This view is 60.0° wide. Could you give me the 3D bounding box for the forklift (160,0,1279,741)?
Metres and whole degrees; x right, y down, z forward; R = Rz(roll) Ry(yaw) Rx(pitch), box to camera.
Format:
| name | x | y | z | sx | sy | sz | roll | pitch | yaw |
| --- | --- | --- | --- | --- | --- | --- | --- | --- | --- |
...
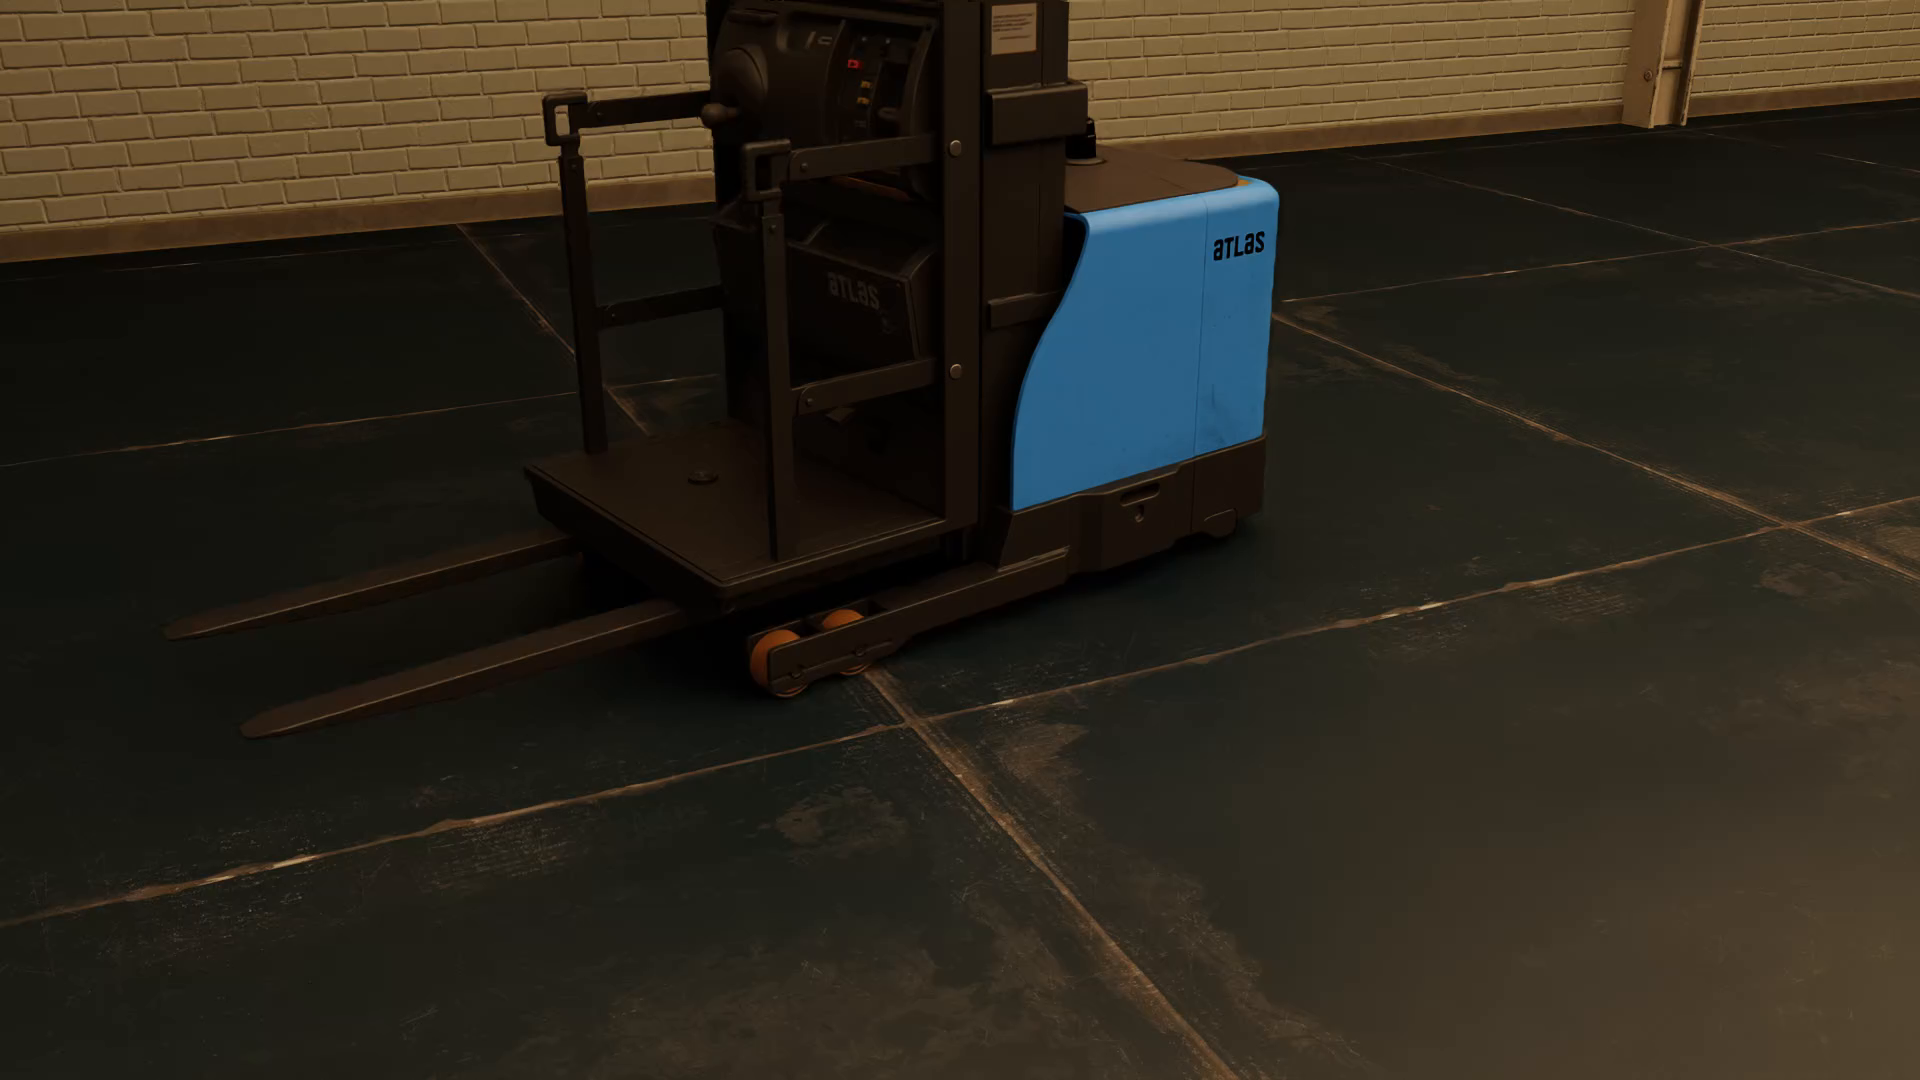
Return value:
| name | x | y | z | sx | sy | sz | roll | pitch | yaw |
| --- | --- | --- | --- | --- | --- | --- | --- | --- | --- |
| forklift | -0.530 | -1.188 | 4.147 | 3.031 | 2.935 | 1.130 | -17 | 28 | -35 |
